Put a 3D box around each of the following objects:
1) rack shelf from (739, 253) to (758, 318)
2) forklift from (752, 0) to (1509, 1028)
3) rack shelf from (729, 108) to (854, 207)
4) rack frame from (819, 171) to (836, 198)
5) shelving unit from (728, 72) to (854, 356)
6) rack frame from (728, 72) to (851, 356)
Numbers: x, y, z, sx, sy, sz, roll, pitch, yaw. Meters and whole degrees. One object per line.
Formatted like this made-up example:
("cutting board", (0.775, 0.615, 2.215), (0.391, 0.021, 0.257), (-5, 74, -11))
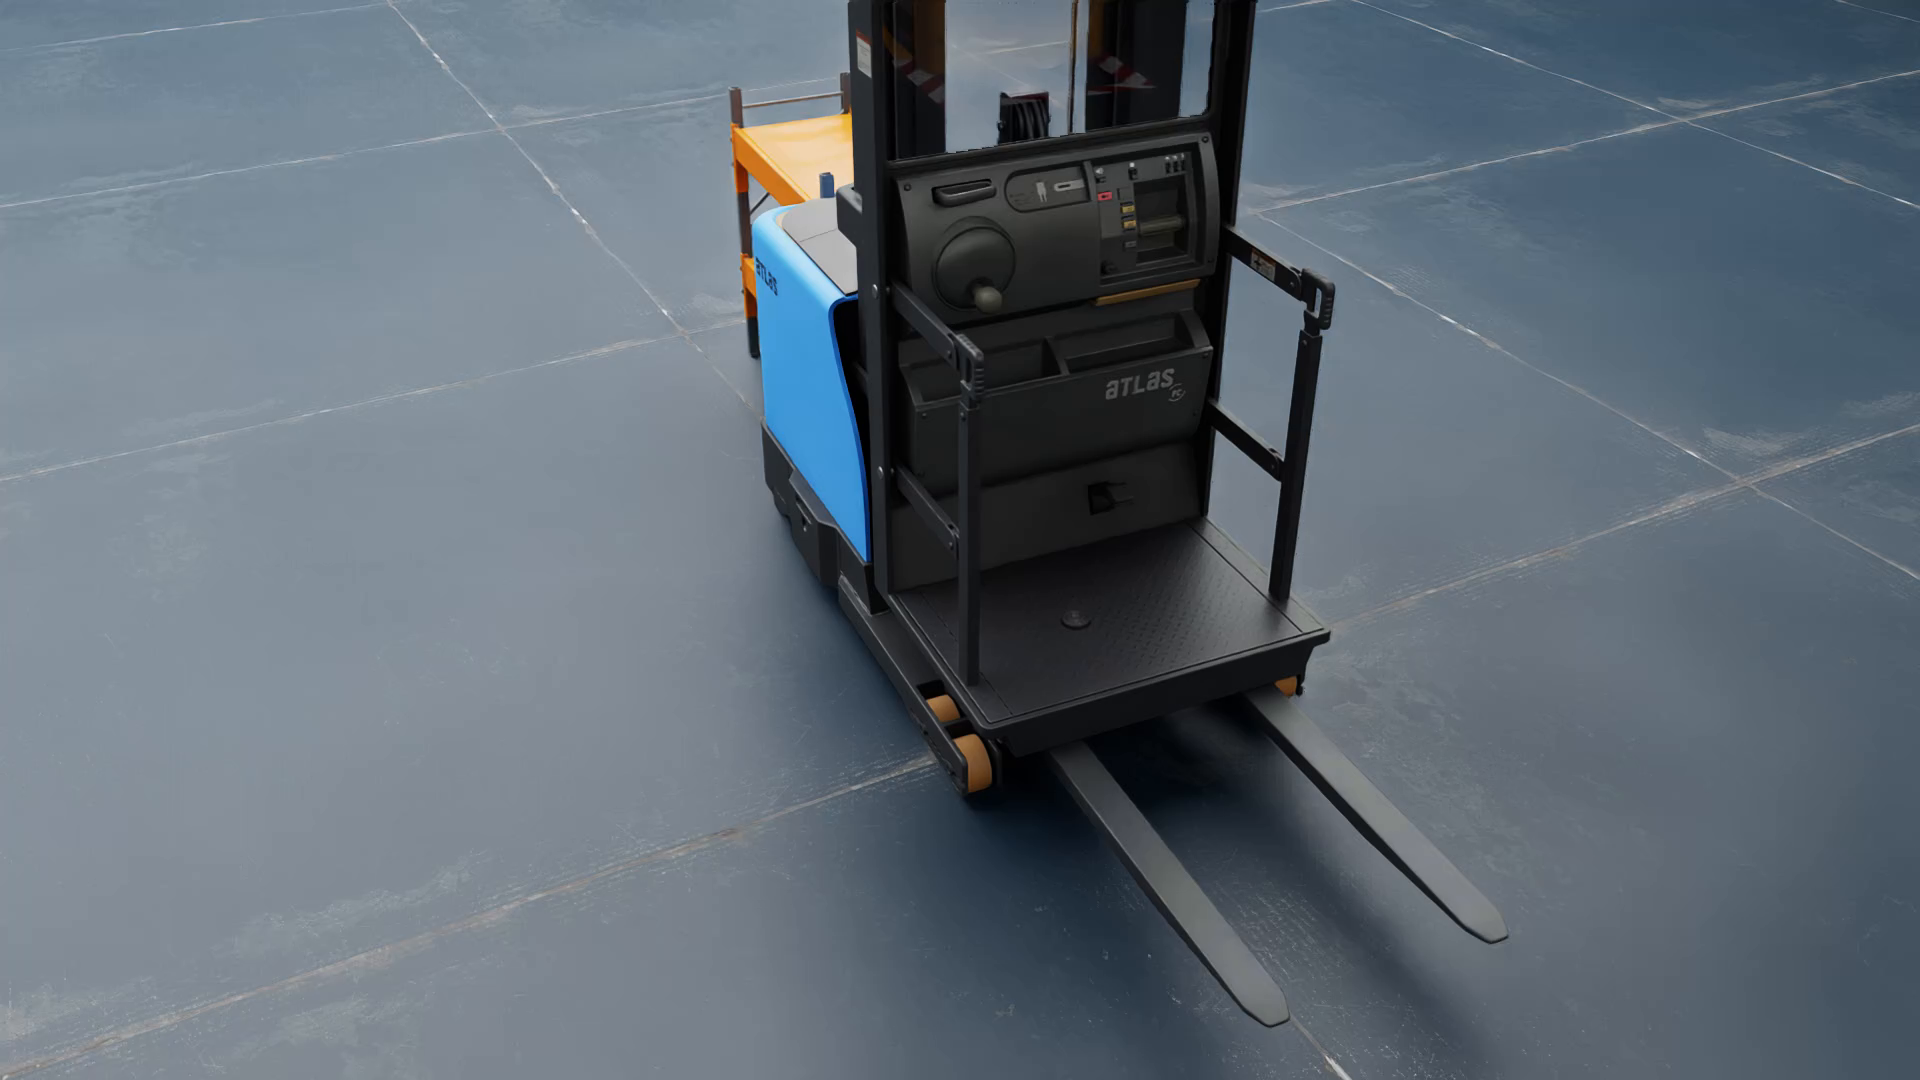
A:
("rack shelf", (-0.447, -0.851, 6.488), (0.538, 0.278, 1.000), (-14, 35, -20))
("forklift", (0.366, -0.792, 4.270), (1.130, 2.935, 3.031), (-14, 35, -20))
("rack shelf", (-0.447, -1.303, 6.199), (0.538, 0.278, 1.000), (-14, 35, -20))
("rack frame", (-0.240, -0.806, 5.966), (0.500, 1.125, 0.032), (-14, 35, -20))
("shelving unit", (-0.447, -1.057, 6.356), (0.538, 1.125, 1.048), (-14, 35, -20))
("rack frame", (-0.655, -1.307, 6.747), (0.500, 1.125, 0.032), (-14, 35, -20))
